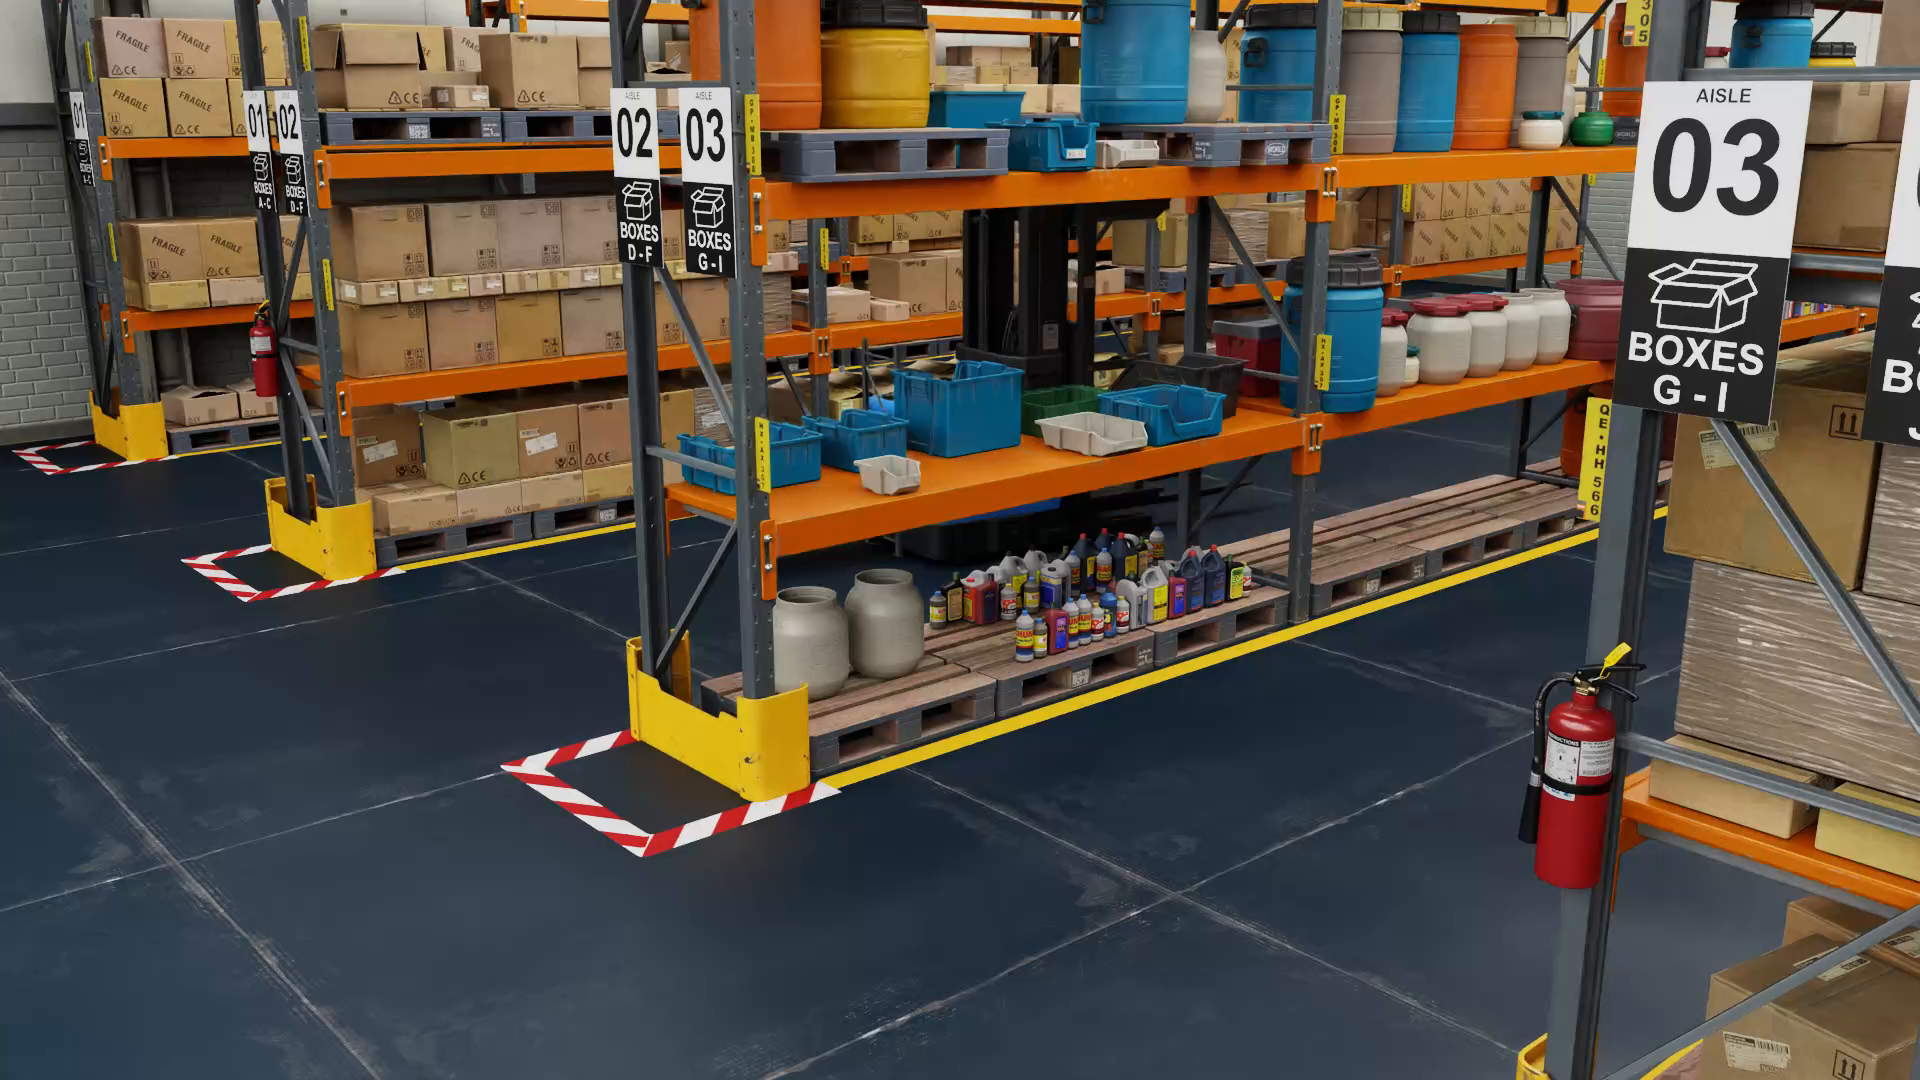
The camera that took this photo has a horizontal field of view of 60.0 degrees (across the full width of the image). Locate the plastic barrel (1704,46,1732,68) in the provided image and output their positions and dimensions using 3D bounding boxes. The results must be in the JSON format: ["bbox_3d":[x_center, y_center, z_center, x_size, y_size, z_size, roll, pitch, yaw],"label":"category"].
[{"bbox_3d":[6.050,-3.751,13.591,0.433,0.535,0.433,0,15,0],"label":"plastic barrel"}]

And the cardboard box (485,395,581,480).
[{"bbox_3d":[-3.177,-0.770,12.382,0.500,0.500,0.500,-13,19,-39],"label":"cardboard box"}]

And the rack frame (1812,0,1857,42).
[{"bbox_3d":[7.829,-5.280,14.579,0.127,3.000,1.000,-13,19,-39],"label":"rack frame"}]

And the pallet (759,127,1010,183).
[{"bbox_3d":[-0.535,-1.828,7.833,1.213,0.211,1.003,-13,19,-39],"label":"pallet"}]

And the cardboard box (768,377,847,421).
[{"bbox_3d":[-1.338,-1.261,14.586,0.500,0.311,0.500,-13,19,-39],"label":"cardboard box"}]

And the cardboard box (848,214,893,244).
[{"bbox_3d":[-1.158,-3.867,20.104,0.500,0.500,0.500,-12,19,-38],"label":"cardboard box"}]

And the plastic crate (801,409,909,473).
[{"bbox_3d":[-0.549,-0.529,8.705,0.408,0.251,0.499,-13,19,-39],"label":"plastic crate"}]

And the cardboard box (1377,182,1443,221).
[{"bbox_3d":[5.120,-3.903,18.917,0.500,0.500,0.500,-12,19,-38],"label":"cardboard box"}]

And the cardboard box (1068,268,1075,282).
[{"bbox_3d":[0.761,-2.512,16.014,0.500,0.311,0.500,-13,20,-40],"label":"cardboard box"}]

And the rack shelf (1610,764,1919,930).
[{"bbox_3d":[3.536,0.624,5.494,4.000,0.370,1.077,-13,19,-39],"label":"rack shelf"}]

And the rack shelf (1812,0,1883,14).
[{"bbox_3d":[9.338,-5.078,15.991,4.000,0.370,1.077,-13,19,-39],"label":"rack shelf"}]

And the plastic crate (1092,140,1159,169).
[{"bbox_3d":[0.848,-1.997,8.613,0.396,0.136,0.243,-13,19,-39],"label":"plastic crate"}]

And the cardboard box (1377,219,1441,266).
[{"bbox_3d":[5.143,-3.428,19.077,0.500,0.500,0.500,-12,19,-38],"label":"cardboard box"}]

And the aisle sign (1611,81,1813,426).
[{"bbox_3d":[1.784,-0.688,3.976,0.004,0.787,0.394,-13,19,-39],"label":"aisle sign"}]

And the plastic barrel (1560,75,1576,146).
[{"bbox_3d":[4.376,-3.214,12.441,0.421,0.512,0.421,0,15,0],"label":"plastic barrel"}]

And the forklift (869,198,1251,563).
[{"bbox_3d":[0.833,-1.520,12.261,3.031,2.935,1.130,-9,17,-31],"label":"forklift"}]

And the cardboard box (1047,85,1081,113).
[{"bbox_3d":[0.874,-4.068,15.332,0.500,0.250,0.500,-12,19,-38],"label":"cardboard box"}]

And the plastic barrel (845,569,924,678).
[{"bbox_3d":[-0.399,0.439,8.800,0.421,0.512,0.421,0,15,0],"label":"plastic barrel"}]

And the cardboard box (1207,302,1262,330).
[{"bbox_3d":[2.923,-2.425,18.052,0.500,0.250,0.500,-13,20,-40],"label":"cardboard box"}]

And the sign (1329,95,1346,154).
[{"bbox_3d":[2.147,-2.371,9.483,0.005,0.325,0.100,-13,19,-39],"label":"sign"}]

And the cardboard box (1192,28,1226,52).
[{"bbox_3d":[2.281,-4.808,16.495,0.500,0.500,0.500,-13,19,-39],"label":"cardboard box"}]

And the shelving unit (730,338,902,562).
[{"bbox_3d":[-0.987,-0.587,11.543,1.048,1.500,0.538,-9,17,-31],"label":"shelving unit"}]

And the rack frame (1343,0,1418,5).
[{"bbox_3d":[4.580,-6.245,18.191,0.127,3.000,1.000,-13,19,-39],"label":"rack frame"}]

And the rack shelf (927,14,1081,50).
[{"bbox_3d":[-0.183,-6.329,20.675,4.000,0.370,1.077,-13,19,-39],"label":"rack shelf"}]

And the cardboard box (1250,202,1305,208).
[{"bbox_3d":[3.599,-3.432,18.278,0.500,0.500,0.700,-9,17,-31],"label":"cardboard box"}]

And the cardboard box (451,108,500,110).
[{"bbox_3d":[-4.930,-4.328,16.595,0.500,0.500,0.500,-12,19,-38],"label":"cardboard box"}]

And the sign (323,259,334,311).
[{"bbox_3d":[-4.113,-1.661,10.825,0.005,0.325,0.100,-13,19,-39],"label":"sign"}]

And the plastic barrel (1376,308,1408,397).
[{"bbox_3d":[2.660,-1.211,10.709,0.433,0.535,0.433,0,15,0],"label":"plastic barrel"}]

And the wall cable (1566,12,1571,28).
[{"bbox_3d":[10.620,-9.188,25.440,0.112,2.526,3.097,-13,19,-39],"label":"wall cable"}]

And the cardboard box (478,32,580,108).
[{"bbox_3d":[-3.040,-3.310,11.737,0.500,0.500,0.500,-13,19,-39],"label":"cardboard box"}]

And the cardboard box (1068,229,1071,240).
[{"bbox_3d":[1.256,-4.086,22.182,0.250,0.149,0.380,-12,19,-39],"label":"cardboard box"}]

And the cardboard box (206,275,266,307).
[{"bbox_3d":[-6.768,-2.326,15.397,0.500,0.250,0.500,-13,20,-41],"label":"cardboard box"}]

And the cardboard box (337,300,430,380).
[{"bbox_3d":[-4.112,-1.438,11.629,0.500,0.500,0.700,-13,19,-39],"label":"cardboard box"}]

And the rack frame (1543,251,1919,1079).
[{"bbox_3d":[2.028,0.616,4.132,0.127,3.000,1.000,-13,19,-39],"label":"rack frame"}]

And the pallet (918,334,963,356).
[{"bbox_3d":[-0.128,-2.610,21.611,1.213,0.211,1.003,-13,19,-39],"label":"pallet"}]

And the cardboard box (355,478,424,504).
[{"bbox_3d":[-4.262,-0.336,12.211,0.500,0.250,0.500,-13,19,-39],"label":"cardboard box"}]

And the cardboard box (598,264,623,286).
[{"bbox_3d":[-2.677,-2.005,12.492,0.250,0.149,0.380,-12,19,-38],"label":"cardboard box"}]

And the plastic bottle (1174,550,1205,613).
[{"bbox_3d":[1.352,0.239,9.824,0.185,0.351,0.144,-14,20,-42],"label":"plastic bottle"}]

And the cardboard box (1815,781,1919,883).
[{"bbox_3d":[2.399,0.735,4.172,0.250,0.149,0.380,-13,19,-39],"label":"cardboard box"}]

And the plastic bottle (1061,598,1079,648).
[{"bbox_3d":[0.607,0.453,9.178,0.097,0.271,0.097,0,15,0],"label":"plastic bottle"}]

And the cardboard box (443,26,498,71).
[{"bbox_3d":[-4.909,-4.807,16.453,0.500,0.500,0.500,14,20,42],"label":"cardboard box"}]

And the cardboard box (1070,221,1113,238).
[{"bbox_3d":[1.745,-4.544,22.867,0.700,0.700,0.980,-12,19,-39],"label":"cardboard box"}]

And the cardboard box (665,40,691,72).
[{"bbox_3d":[-2.008,-3.725,13.292,0.500,0.500,0.500,-11,18,-35],"label":"cardboard box"}]

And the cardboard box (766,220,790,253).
[{"bbox_3d":[-1.786,-2.590,13.425,0.500,0.500,0.700,-13,19,-39],"label":"cardboard box"}]

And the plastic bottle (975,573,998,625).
[{"bbox_3d":[0.152,0.338,9.583,0.133,0.283,0.061,-13,19,-39],"label":"plastic bottle"}]

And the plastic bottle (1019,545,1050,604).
[{"bbox_3d":[0.449,0.201,9.965,0.185,0.351,0.144,-13,20,-40],"label":"plastic bottle"}]

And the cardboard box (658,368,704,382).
[{"bbox_3d":[-2.382,-1.124,13.707,0.500,0.500,0.500,-13,19,-39],"label":"cardboard box"}]

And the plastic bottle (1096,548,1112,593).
[{"bbox_3d":[0.882,0.183,10.185,0.097,0.271,0.097,0,15,0],"label":"plastic bottle"}]

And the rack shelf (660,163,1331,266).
[{"bbox_3d":[0.285,-1.789,8.716,4.000,0.370,1.077,-13,19,-39],"label":"rack shelf"}]

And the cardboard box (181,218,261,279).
[{"bbox_3d":[-6.790,-2.681,15.273,0.500,0.500,0.500,-13,19,-39],"label":"cardboard box"}]

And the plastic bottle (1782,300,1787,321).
[{"bbox_3d":[6.986,-2.022,14.246,0.135,0.276,0.152,-13,19,-39],"label":"plastic bottle"}]

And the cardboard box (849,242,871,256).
[{"bbox_3d":[-1.292,-3.531,20.106,0.250,0.149,0.380,-13,20,-40],"label":"cardboard box"}]

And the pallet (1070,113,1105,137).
[{"bbox_3d":[1.109,-3.894,15.570,1.003,0.211,1.213,-12,19,-37],"label":"pallet"}]

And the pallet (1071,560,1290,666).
[{"bbox_3d":[1.260,0.427,10.243,1.213,0.211,1.003,-13,19,-39],"label":"pallet"}]

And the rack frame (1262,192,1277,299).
[{"bbox_3d":[4.343,-4.988,25.110,0.127,3.000,1.000,-13,19,-39],"label":"rack frame"}]
